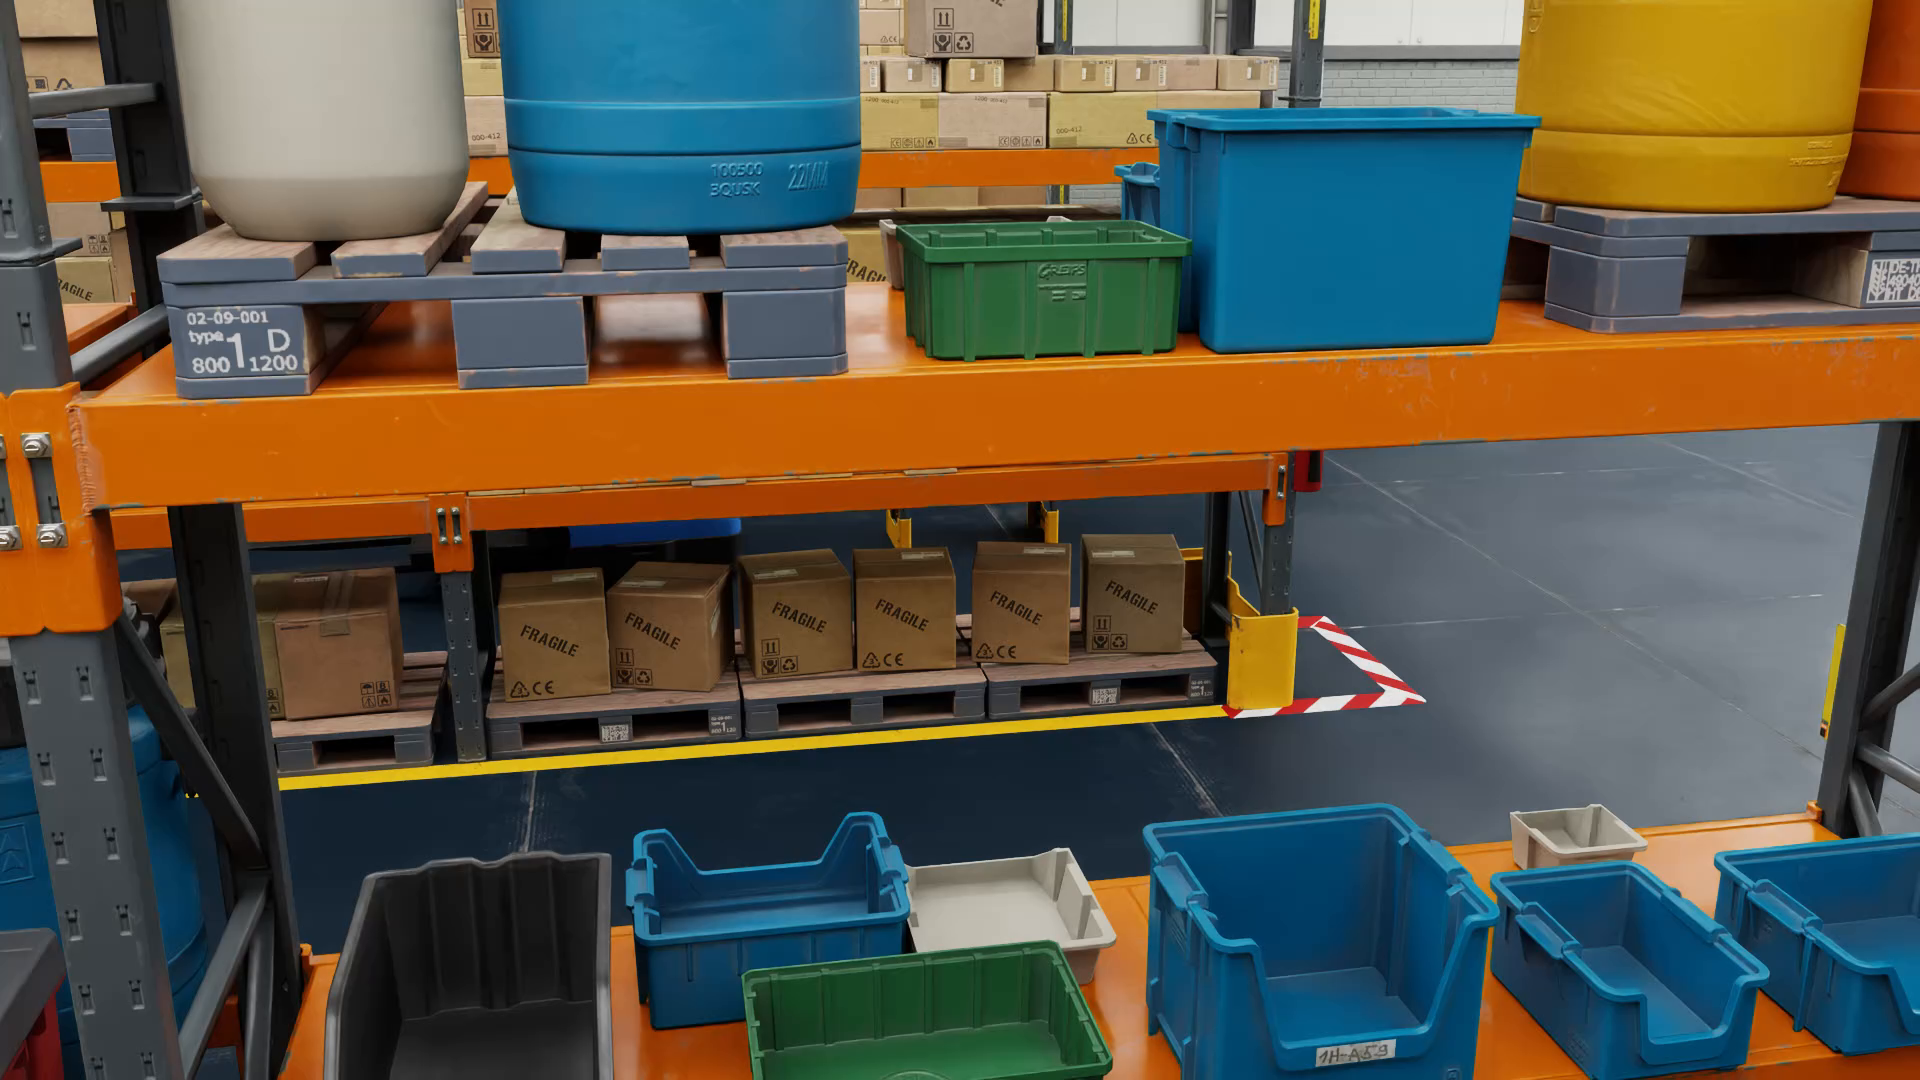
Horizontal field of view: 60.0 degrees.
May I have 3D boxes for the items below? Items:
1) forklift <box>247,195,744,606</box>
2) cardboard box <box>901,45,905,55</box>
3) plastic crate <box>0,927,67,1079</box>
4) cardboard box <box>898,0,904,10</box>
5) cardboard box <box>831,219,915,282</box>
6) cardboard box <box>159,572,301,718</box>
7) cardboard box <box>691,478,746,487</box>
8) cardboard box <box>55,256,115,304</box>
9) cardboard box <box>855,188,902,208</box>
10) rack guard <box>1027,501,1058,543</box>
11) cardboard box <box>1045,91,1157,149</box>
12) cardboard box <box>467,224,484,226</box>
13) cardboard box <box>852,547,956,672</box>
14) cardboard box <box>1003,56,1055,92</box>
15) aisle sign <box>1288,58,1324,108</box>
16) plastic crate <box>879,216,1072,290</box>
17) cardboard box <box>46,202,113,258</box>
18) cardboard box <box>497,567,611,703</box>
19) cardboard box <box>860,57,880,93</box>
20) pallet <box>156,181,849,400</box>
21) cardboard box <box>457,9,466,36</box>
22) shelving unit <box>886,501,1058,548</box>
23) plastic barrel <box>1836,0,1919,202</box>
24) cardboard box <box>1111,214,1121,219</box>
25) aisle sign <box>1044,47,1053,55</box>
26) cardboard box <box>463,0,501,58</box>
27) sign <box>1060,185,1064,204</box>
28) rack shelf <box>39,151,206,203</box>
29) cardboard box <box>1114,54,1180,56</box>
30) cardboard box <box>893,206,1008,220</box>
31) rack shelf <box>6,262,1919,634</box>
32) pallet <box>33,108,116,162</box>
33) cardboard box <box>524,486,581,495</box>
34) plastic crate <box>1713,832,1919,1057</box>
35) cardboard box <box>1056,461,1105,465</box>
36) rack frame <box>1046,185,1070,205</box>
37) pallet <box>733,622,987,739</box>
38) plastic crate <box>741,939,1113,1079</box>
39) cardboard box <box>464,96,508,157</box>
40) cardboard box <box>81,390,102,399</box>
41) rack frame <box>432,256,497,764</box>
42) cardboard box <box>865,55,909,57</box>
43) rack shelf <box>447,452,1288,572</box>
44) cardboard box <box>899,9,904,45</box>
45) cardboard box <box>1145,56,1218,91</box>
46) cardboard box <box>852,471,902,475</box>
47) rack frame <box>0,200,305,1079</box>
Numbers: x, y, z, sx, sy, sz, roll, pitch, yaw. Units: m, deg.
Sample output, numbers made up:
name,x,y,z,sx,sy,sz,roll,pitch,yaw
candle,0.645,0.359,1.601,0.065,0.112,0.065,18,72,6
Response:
name,x,y,z,sx,sy,sz,roll,pitch,yaw
forklift,-2.937,-1.170,10.128,3.031,2.935,1.130,-5,18,-14
cardboard box,-0.329,-3.584,12.304,0.250,0.149,0.380,-3,17,-10
plastic crate,-1.883,0.991,2.867,0.583,0.464,0.402,-3,17,-10
cardboard box,-0.337,-3.964,12.184,0.250,0.149,0.380,-3,17,-10
cardboard box,-0.444,-1.228,7.821,0.500,0.500,0.500,-3,17,-10
cardboard box,-3.484,0.512,8.043,0.500,0.500,0.700,-3,17,-11
cardboard box,-1.152,-0.377,7.859,0.250,0.149,0.380,-3,17,-10
cardboard box,-6.183,-1.758,11.757,0.500,0.500,0.500,-3,17,-11
cardboard box,-0.789,-2.709,12.927,0.550,0.550,0.875,-3,17,-10
rack guard,0.564,-0.151,11.379,0.087,0.250,0.587,-3,17,-10
cardboard box,0.608,-1.978,7.788,0.500,0.250,0.500,-3,17,-10
cardboard box,-3.733,-2.453,12.317,0.500,0.500,0.700,-4,17,-11
cardboard box,-0.293,0.353,8.597,0.500,0.500,0.500,-2,17,-5
cardboard box,0.275,-2.165,7.720,0.250,0.149,0.380,-3,17,-10
aisle sign,1.640,-1.904,7.974,0.004,0.787,0.394,-3,17,-10
plastic crate,0.034,-0.607,3.520,0.396,0.136,0.243,-3,17,-10
cardboard box,-6.235,-2.310,11.852,0.500,0.500,0.700,-3,17,-11
cardboard box,-2.005,0.462,8.241,0.500,0.500,0.500,-4,17,-12
cardboard box,-0.508,-2.111,7.544,0.250,0.149,0.380,-3,17,-9
pallet,-0.775,-0.505,3.061,1.003,0.211,1.213,-3,17,-10
cardboard box,-4.830,-5.111,16.423,0.500,0.250,0.500,-3,17,-9
shelving unit,0.075,-0.721,11.105,1.083,1.500,0.587,-3,17,-10
plastic barrel,2.009,-1.093,3.204,0.708,0.830,0.600,-3,17,-10
cardboard box,1.029,-1.310,8.089,0.500,0.500,0.500,-3,17,-10
aisle sign,0.693,-3.513,13.212,0.004,0.787,0.394,-3,17,-10
cardboard box,-2.012,-2.483,7.649,0.500,0.500,0.500,-4,17,-12
sign,0.770,-2.689,12.583,0.005,0.325,0.100,-3,17,-10
rack shelf,-4.369,-1.500,7.203,4.000,0.370,1.077,-3,17,-10
cardboard box,0.935,-2.362,8.360,0.250,0.149,0.380,-3,17,-9
cardboard box,-0.052,-1.406,8.400,0.500,0.500,0.500,-3,17,-10
rack shelf,0.498,-0.295,3.279,4.000,0.370,1.077,-3,17,-10
pallet,-4.049,-1.803,7.284,1.003,0.211,1.213,-3,17,-10
cardboard box,-1.889,-0.337,7.727,0.250,0.149,0.380,-3,17,-10
plastic crate,2.027,0.869,3.627,0.616,0.251,0.499,-3,17,-10
cardboard box,0.552,-0.497,8.248,0.250,0.149,0.380,-3,17,-10
rack frame,0.681,-2.180,13.299,0.127,3.000,1.000,-3,17,-10
pallet,-0.552,0.695,8.689,1.213,0.211,1.003,-3,17,-10
plastic crate,-0.079,1.014,3.264,0.662,0.188,0.450,-3,17,-10
cardboard box,-1.915,-1.835,7.323,0.500,0.250,0.500,-4,18,-13
cardboard box,-4.089,-0.648,7.422,0.637,0.503,0.797,-1,17,-5
rack frame,-2.405,-0.521,7.900,0.127,3.000,1.000,-3,17,-10
cardboard box,-0.311,-2.258,8.023,0.250,0.149,0.380,-3,17,-11
rack shelf,-0.441,-0.289,8.369,4.000,0.370,1.077,-3,17,-10
cardboard box,-0.238,-3.797,12.320,0.500,0.250,0.500,-3,17,-10
cardboard box,1.031,-2.211,7.868,0.250,0.149,0.380,-4,17,-12
cardboard box,-0.430,-0.441,8.066,0.250,0.149,0.380,-3,17,-10
rack frame,-1.465,0.906,3.252,0.127,3.000,1.000,-3,17,-10
